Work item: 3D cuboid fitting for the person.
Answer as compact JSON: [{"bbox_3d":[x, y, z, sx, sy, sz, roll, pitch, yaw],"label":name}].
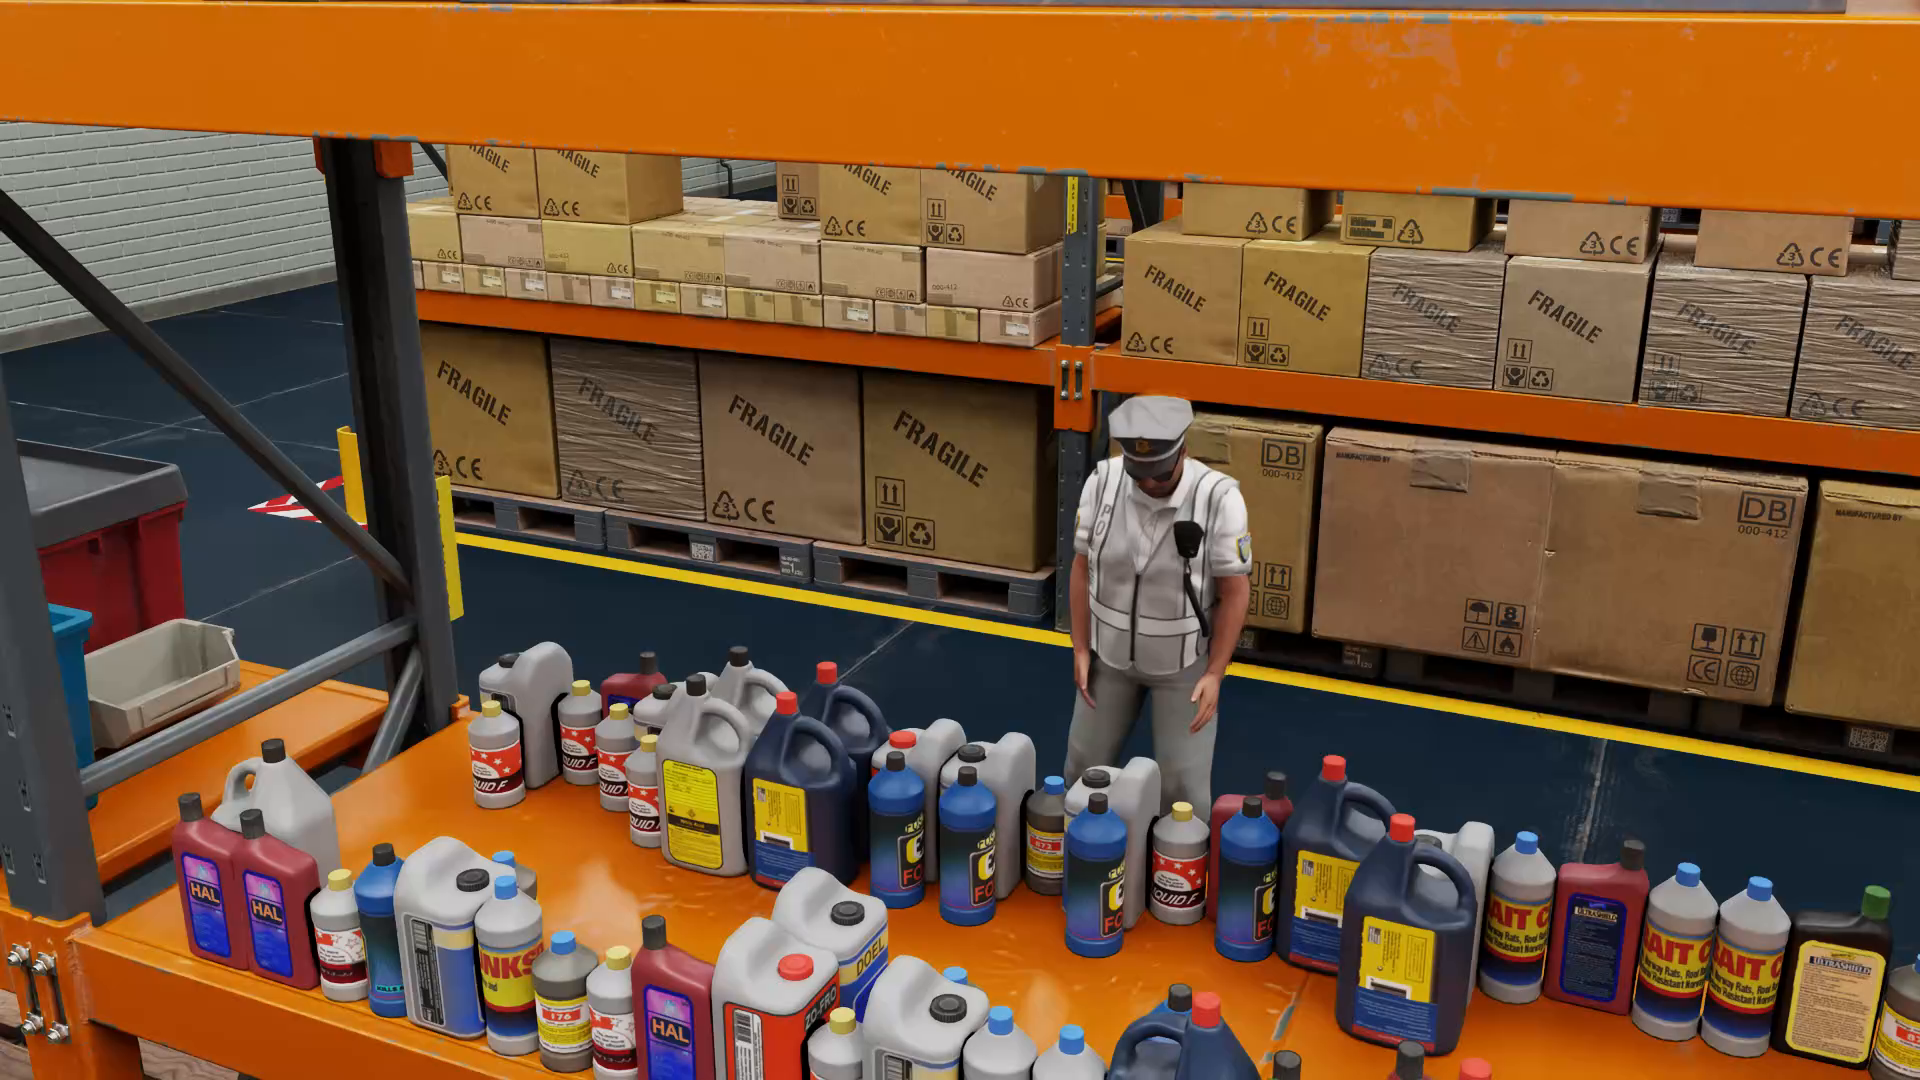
[{"bbox_3d":[0.596,0.373,5.079,0.561,1.690,0.517,9,21,24],"label":"person"}]
